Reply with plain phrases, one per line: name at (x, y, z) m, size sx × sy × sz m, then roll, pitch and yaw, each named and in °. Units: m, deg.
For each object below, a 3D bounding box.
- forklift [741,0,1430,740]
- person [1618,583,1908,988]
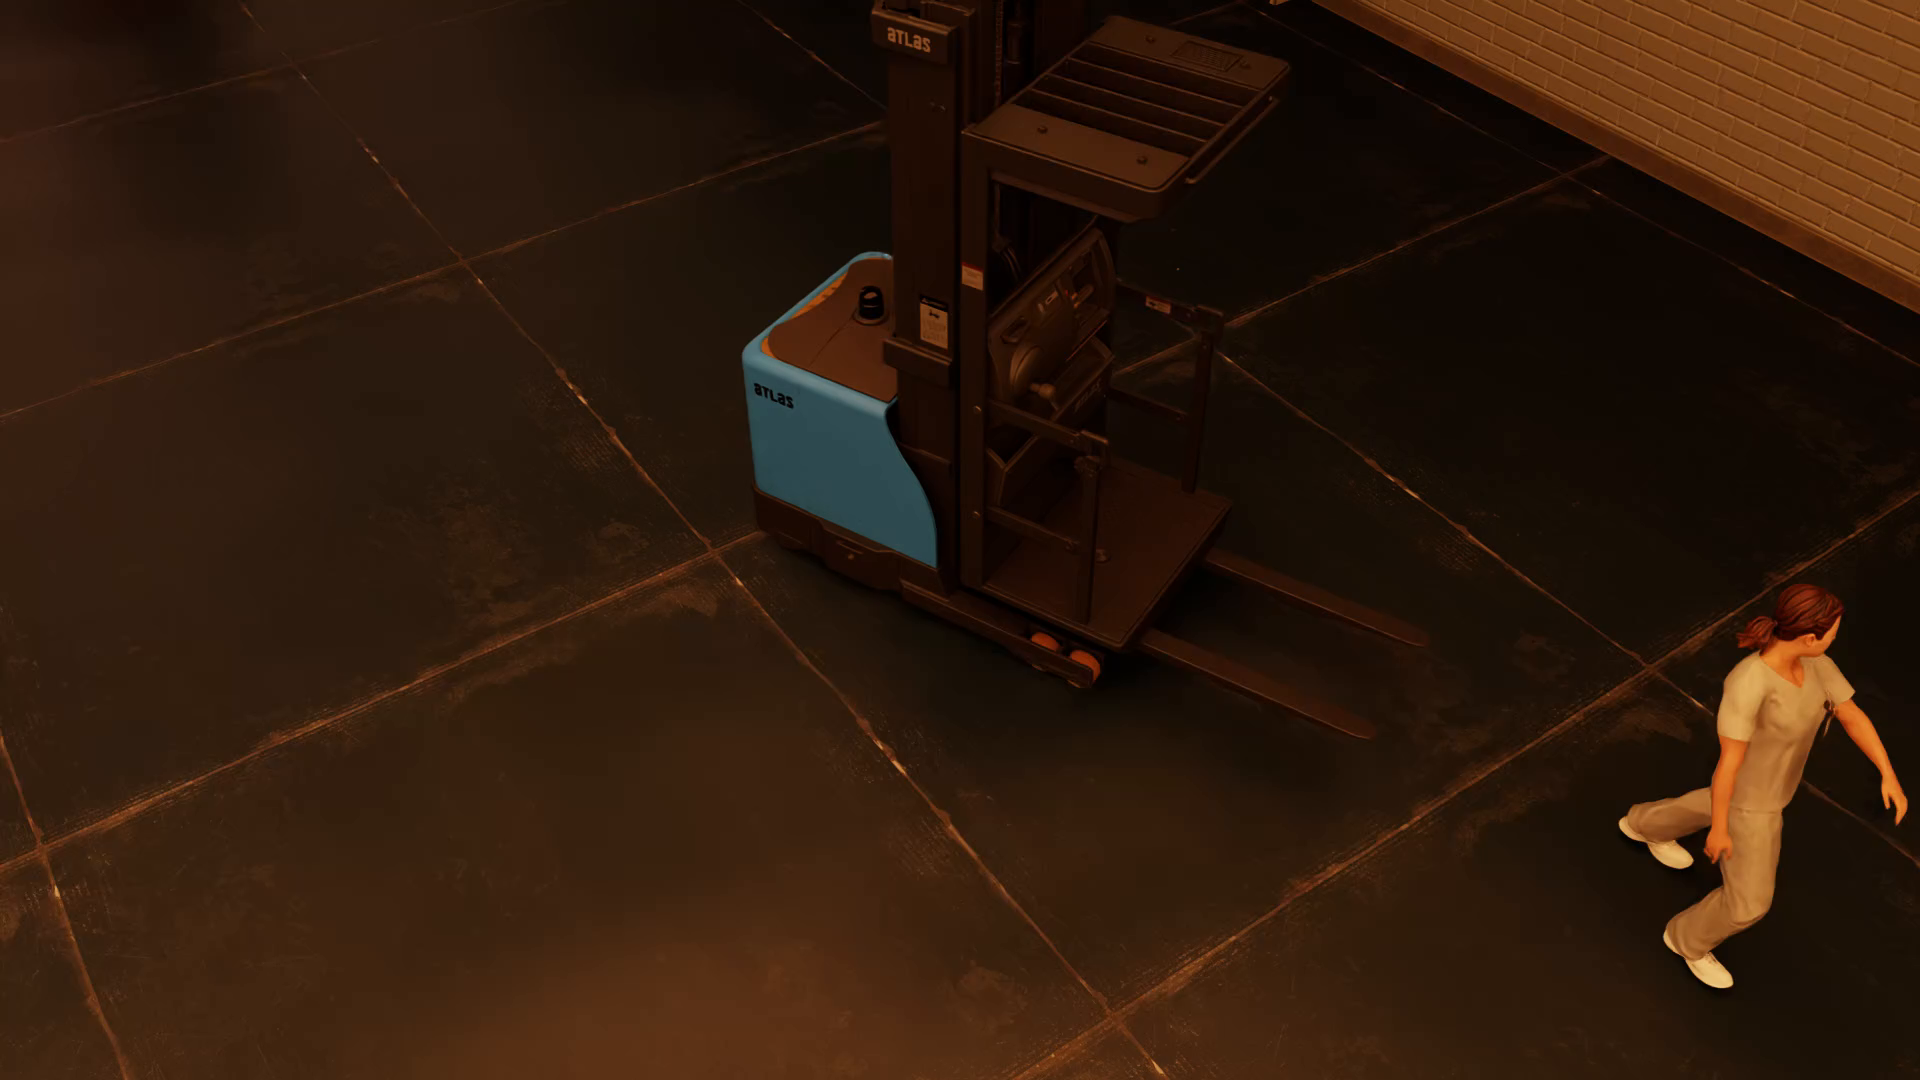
forklift at (0.552, -0.852, 6.640) m, size 3.031 × 2.935 × 1.130 m, roll 23°, pitch 47°, yaw 23°
person at (2.768, 0.877, 5.767) m, size 0.825 × 1.561 × 0.686 m, roll 31°, pitch 51°, yaw 29°
